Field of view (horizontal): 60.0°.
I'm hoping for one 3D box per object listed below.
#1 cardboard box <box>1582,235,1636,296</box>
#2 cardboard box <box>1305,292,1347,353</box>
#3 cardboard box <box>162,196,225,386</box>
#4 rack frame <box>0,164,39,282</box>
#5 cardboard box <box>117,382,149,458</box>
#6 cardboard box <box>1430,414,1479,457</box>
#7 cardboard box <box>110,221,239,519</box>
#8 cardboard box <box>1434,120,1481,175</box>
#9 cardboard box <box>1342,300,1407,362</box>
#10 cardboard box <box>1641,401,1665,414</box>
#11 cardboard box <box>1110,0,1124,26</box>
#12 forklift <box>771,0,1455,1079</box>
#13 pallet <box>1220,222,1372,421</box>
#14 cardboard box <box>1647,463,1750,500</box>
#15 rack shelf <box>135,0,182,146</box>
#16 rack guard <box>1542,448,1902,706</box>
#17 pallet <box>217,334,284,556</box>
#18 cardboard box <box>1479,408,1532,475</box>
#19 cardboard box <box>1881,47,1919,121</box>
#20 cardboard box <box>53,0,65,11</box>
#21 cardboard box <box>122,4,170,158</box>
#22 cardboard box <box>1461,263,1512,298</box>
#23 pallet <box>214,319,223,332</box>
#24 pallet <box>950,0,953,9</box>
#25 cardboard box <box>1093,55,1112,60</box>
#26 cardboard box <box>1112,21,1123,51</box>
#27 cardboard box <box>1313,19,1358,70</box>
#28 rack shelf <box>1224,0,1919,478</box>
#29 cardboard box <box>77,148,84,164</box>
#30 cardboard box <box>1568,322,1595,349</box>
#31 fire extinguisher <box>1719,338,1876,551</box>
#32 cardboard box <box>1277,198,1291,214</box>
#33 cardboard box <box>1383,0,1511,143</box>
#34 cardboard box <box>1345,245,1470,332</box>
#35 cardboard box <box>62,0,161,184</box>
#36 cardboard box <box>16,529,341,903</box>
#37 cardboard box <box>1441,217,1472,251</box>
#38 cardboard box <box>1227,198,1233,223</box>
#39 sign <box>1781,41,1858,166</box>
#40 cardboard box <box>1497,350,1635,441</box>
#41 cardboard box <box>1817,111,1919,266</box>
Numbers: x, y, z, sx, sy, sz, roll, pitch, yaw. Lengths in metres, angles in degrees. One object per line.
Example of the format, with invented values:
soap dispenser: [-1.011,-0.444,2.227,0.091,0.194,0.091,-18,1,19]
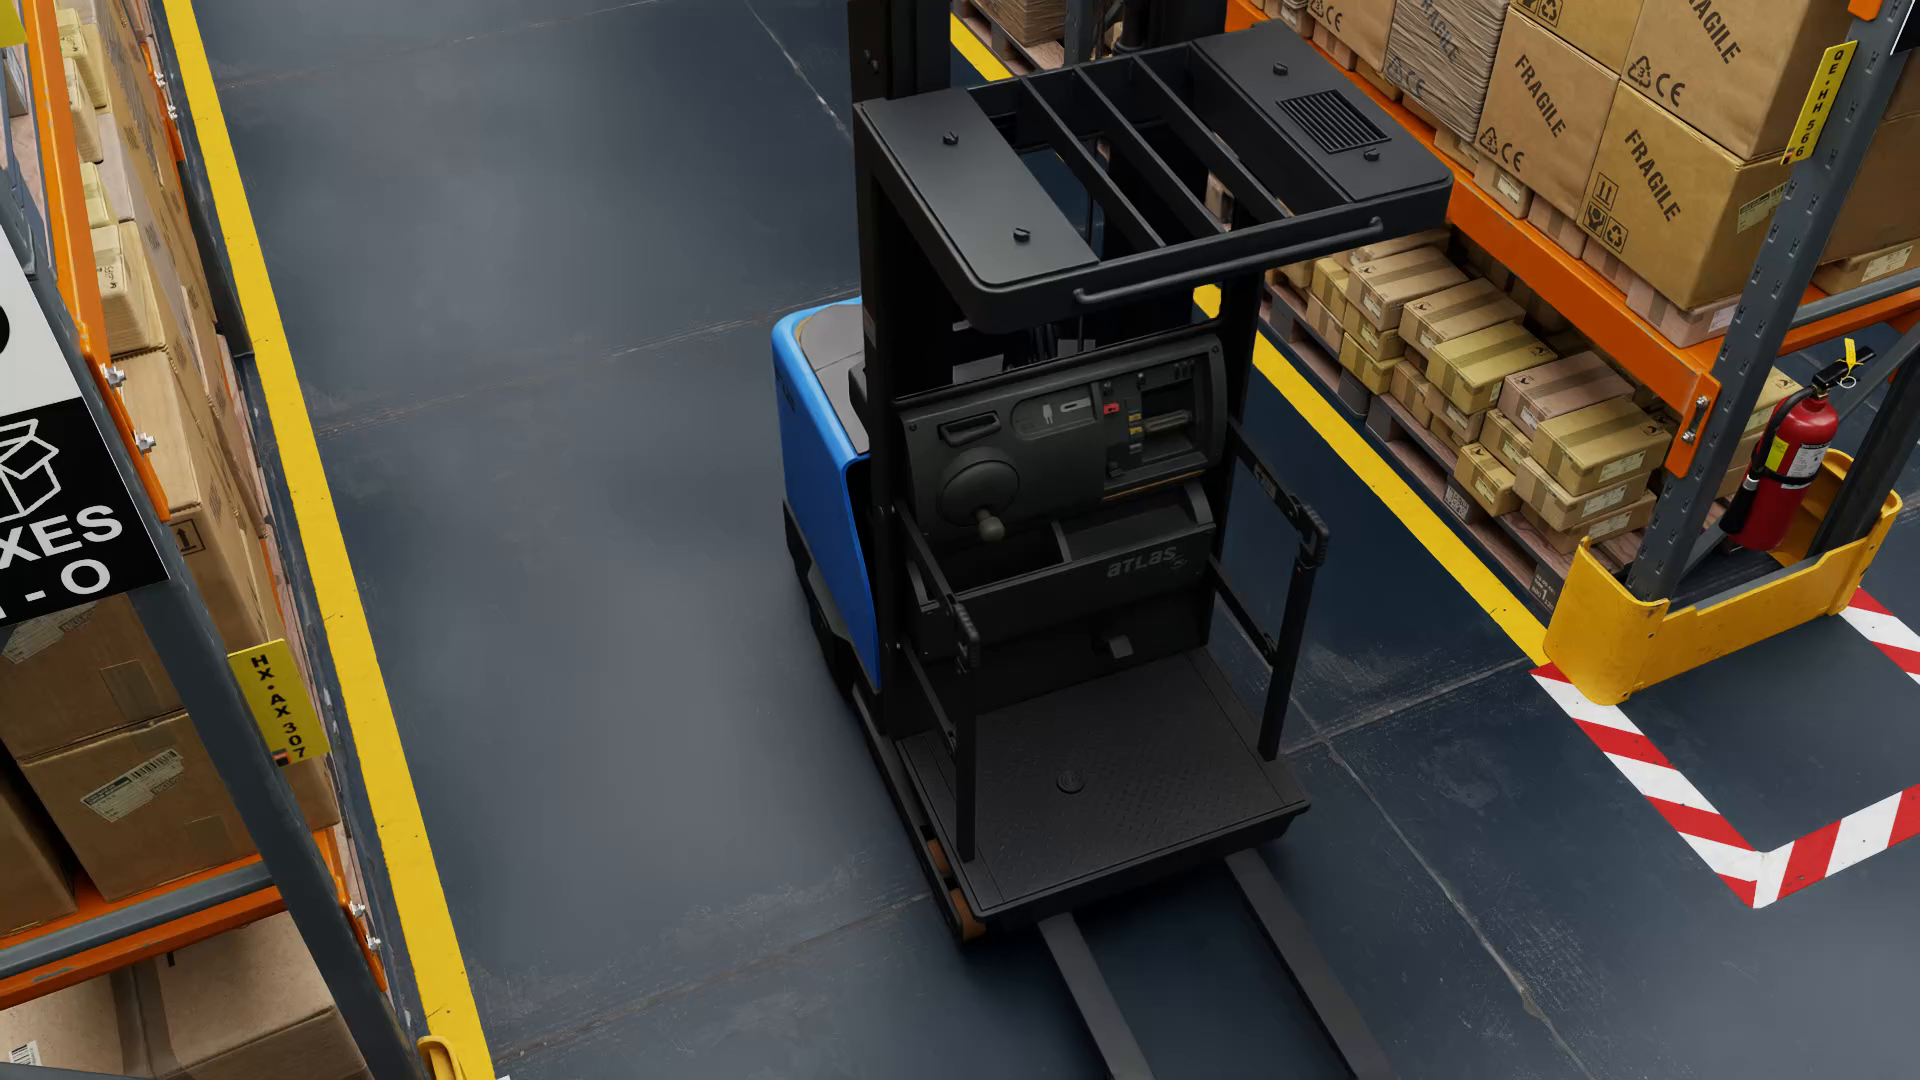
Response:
cardboard box: [2.202,-0.924,5.229,0.380,0.149,0.250,-18,47,-17]
cardboard box: [1.646,-0.933,6.791,0.380,0.149,0.250,-17,47,-17]
cardboard box: [-2.386,-0.577,4.628,0.500,0.500,0.500,-17,47,-16]
rack frame: [-1.783,-1.329,1.190,1.000,3.000,0.127,-18,47,-17]
cardboard box: [-1.681,-0.124,2.995,0.380,0.149,0.250,-17,47,-17]
cardboard box: [2.022,-0.456,6.307,0.380,0.149,0.250,-18,47,-18]
cardboard box: [-1.950,-0.302,3.637,0.500,0.500,0.500,-19,48,-18]
cardboard box: [1.870,-1.412,5.724,0.380,0.149,0.250,-20,48,-19]
cardboard box: [1.735,-0.869,6.514,0.380,0.149,0.250,-17,47,-17]
cardboard box: [2.614,-0.561,6.202,0.380,0.149,0.250,-18,47,-18]
cardboard box: [0.914,-3.077,8.714,0.500,0.500,0.500,-16,47,-16]
forklift: [0.376,-0.178,4.343,1.130,2.935,3.031,-16,47,-15]
pallet: [1.815,-1.080,7.194,1.003,0.211,1.213,-18,47,-17]
cardboard box: [2.736,-0.283,6.131,0.380,0.149,0.250,-17,47,-17]
rack shelf: [-4.306,-2.761,7.424,1.077,0.370,4.000,-18,47,-17]
rack guard: [2.634,0.122,5.770,1.175,0.500,0.348,-18,47,-17]
pallet: [-3.216,-0.242,6.345,1.003,0.211,1.213,-18,47,-17]
cardboard box: [2.124,-0.394,6.033,0.380,0.149,0.250,-19,48,-18]
cardboard box: [2.718,-1.581,4.722,0.500,0.500,0.500,-18,47,-18]
cardboard box: [-2.450,-1.277,4.163,0.380,0.149,0.250,-18,47,-17]
cardboard box: [-3.038,-1.558,5.622,0.500,0.500,0.500,-18,47,-17]
cardboard box: [2.224,-1.027,6.674,0.380,0.149,0.250,-20,48,-19]
pallet: [-3.858,-1.219,7.335,1.003,0.211,1.213,-18,47,-17]
pallet: [0.138,-3.550,9.698,1.003,0.211,1.213,-18,47,-17]
cardboard box: [0.846,-2.183,7.846,0.380,0.149,0.250,-16,47,-16]
cardboard box: [0.941,-2.334,7.787,0.380,0.149,0.250,-16,47,-16]
cardboard box: [1.559,-1.920,6.239,0.380,0.149,0.250,-16,47,-16]
rack shelf: [1.825,-1.738,6.388,1.077,0.370,4.000,-18,47,-17]
cardboard box: [-2.147,-0.783,3.663,0.380,0.149,0.250,-18,47,-17]
cardboard box: [2.539,-0.839,6.271,0.380,0.149,0.250,-18,47,-18]
fire extinguisher: [2.353,-0.262,4.701,0.296,0.674,0.183,-18,47,-17]
cardboard box: [1.506,-1.499,6.941,0.380,0.149,0.250,-20,48,-19]
cardboard box: [1.809,-1.721,5.576,0.500,0.500,0.500,-18,47,-17]
cardboard box: [1.721,-0.971,6.406,0.380,0.149,0.250,-16,47,-16]
cardboard box: [-2.587,-1.267,4.616,0.500,0.500,0.500,-17,47,-17]
cardboard box: [-1.724,0.381,3.657,0.500,0.500,0.500,-18,48,-18]
cardboard box: [2.182,-1.333,6.772,0.380,0.149,0.250,-17,47,-17]
cardboard box: [1.406,-1.455,7.320,0.380,0.149,0.250,-20,48,-19]
sign: [2.154,-1.093,4.173,0.100,0.325,0.005,-18,47,-17]
cardboard box: [2.160,-0.505,5.934,0.380,0.149,0.250,-17,47,-17]
cardboard box: [2.728,-1.229,5.076,0.500,0.500,0.500,-16,47,-16]
